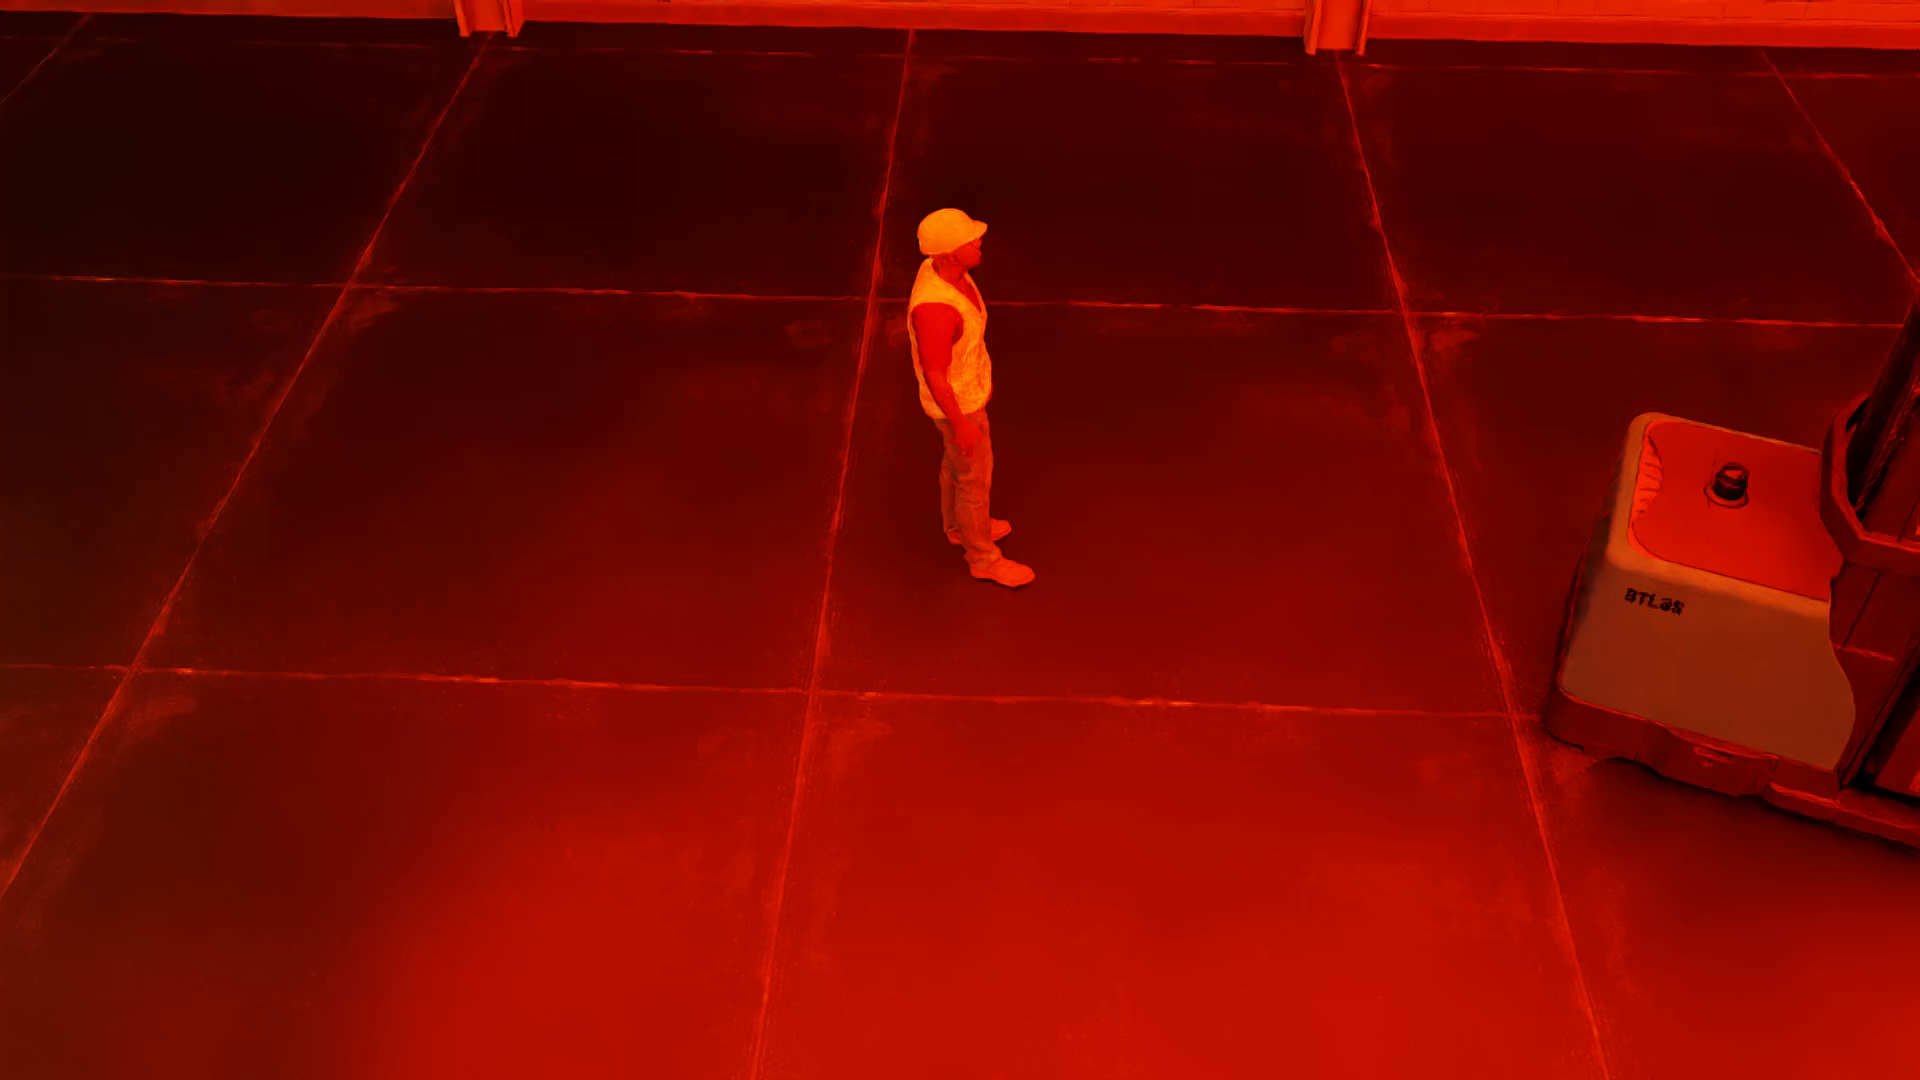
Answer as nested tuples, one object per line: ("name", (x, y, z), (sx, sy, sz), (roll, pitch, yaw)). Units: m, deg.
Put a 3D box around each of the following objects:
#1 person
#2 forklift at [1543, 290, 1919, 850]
("person", (0.069, -0.652, 7.310), (0.576, 1.766, 0.665), (2, 42, 2))
("forklift", (4.014, -0.158, 5.915), (3.031, 2.935, 1.130), (16, 45, 16))
